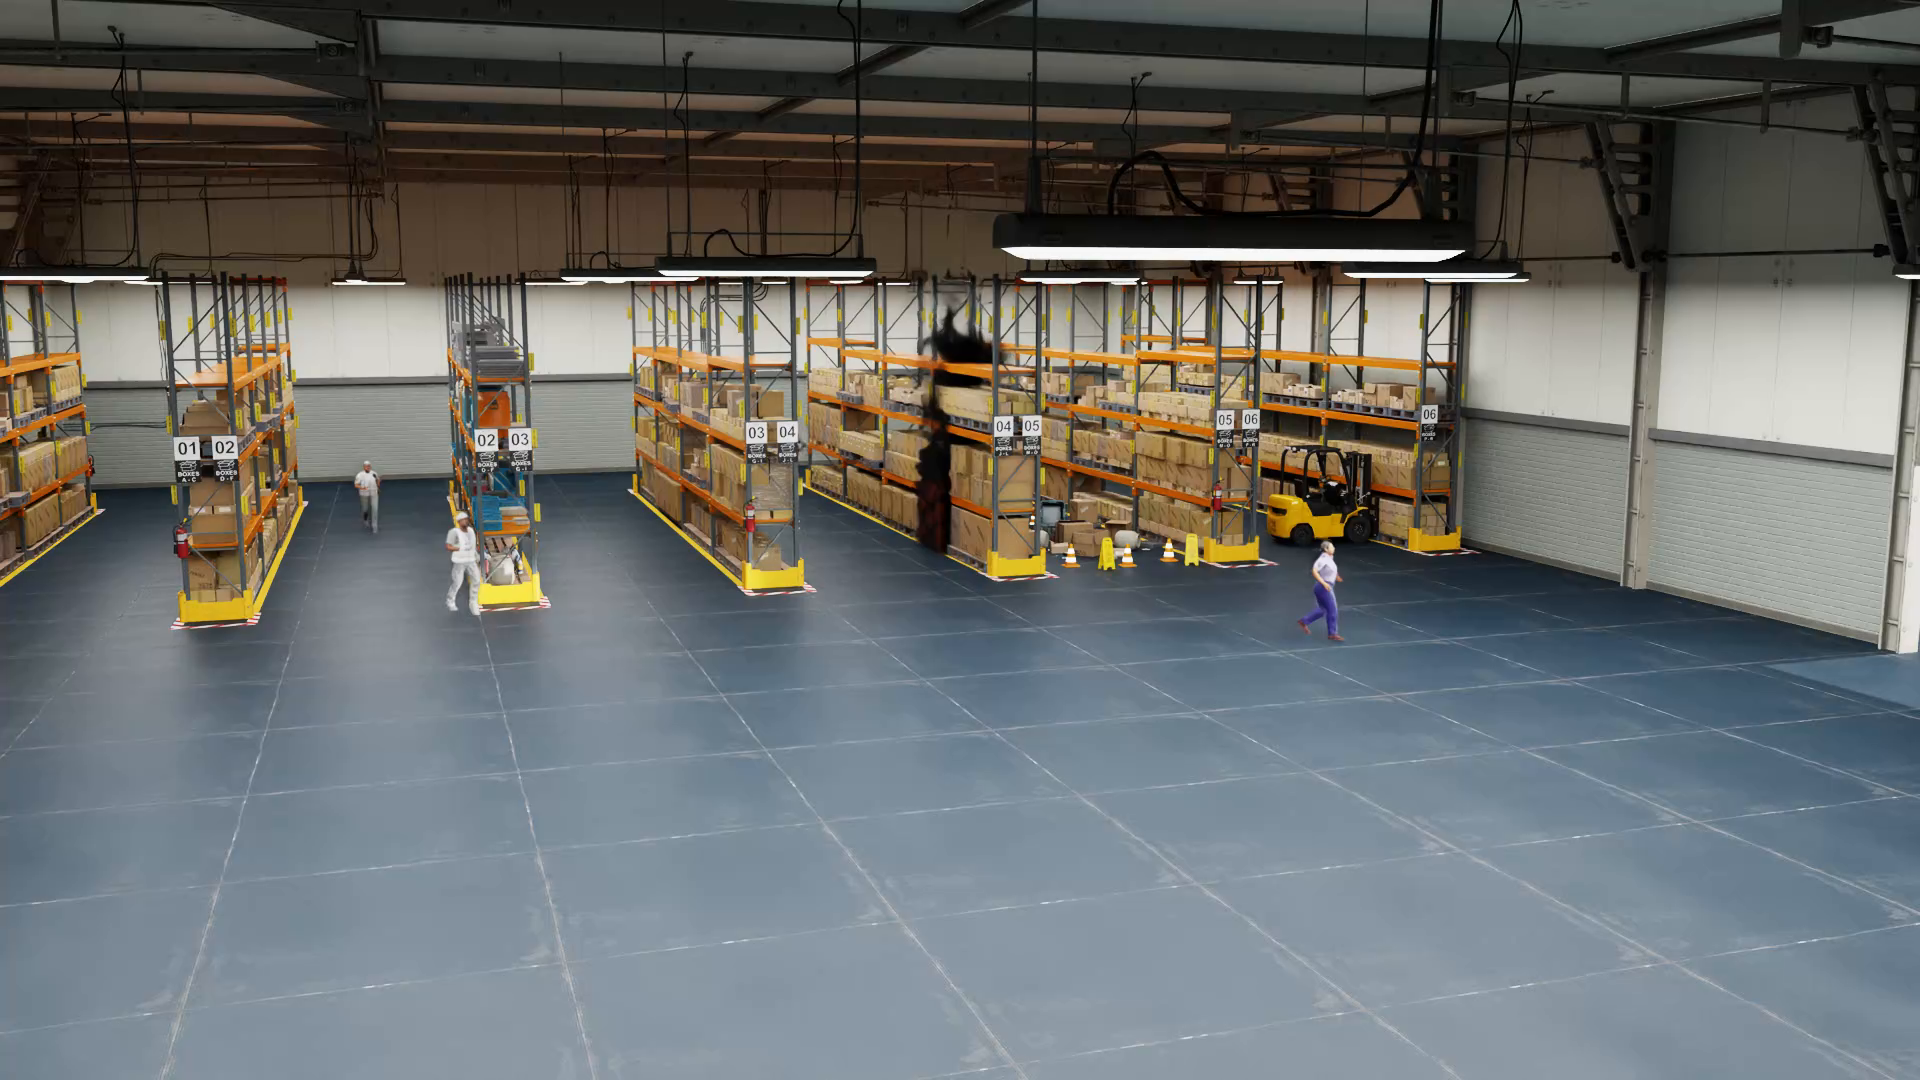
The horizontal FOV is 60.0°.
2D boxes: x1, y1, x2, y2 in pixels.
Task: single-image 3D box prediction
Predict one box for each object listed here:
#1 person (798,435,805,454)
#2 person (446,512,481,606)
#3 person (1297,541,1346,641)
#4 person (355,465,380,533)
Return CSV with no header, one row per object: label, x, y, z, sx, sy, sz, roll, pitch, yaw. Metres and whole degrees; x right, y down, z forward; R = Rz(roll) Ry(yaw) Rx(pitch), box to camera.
person,-5.008,-2.543,49.321,0.820,1.701,0.809,-7,11,-38
person,-8.768,0.346,29.358,0.674,1.679,0.694,7,11,38
person,5.943,0.861,27.256,0.808,1.553,0.627,3,9,16
person,-14.016,-1.030,39.415,0.608,1.655,0.928,-4,10,-27
